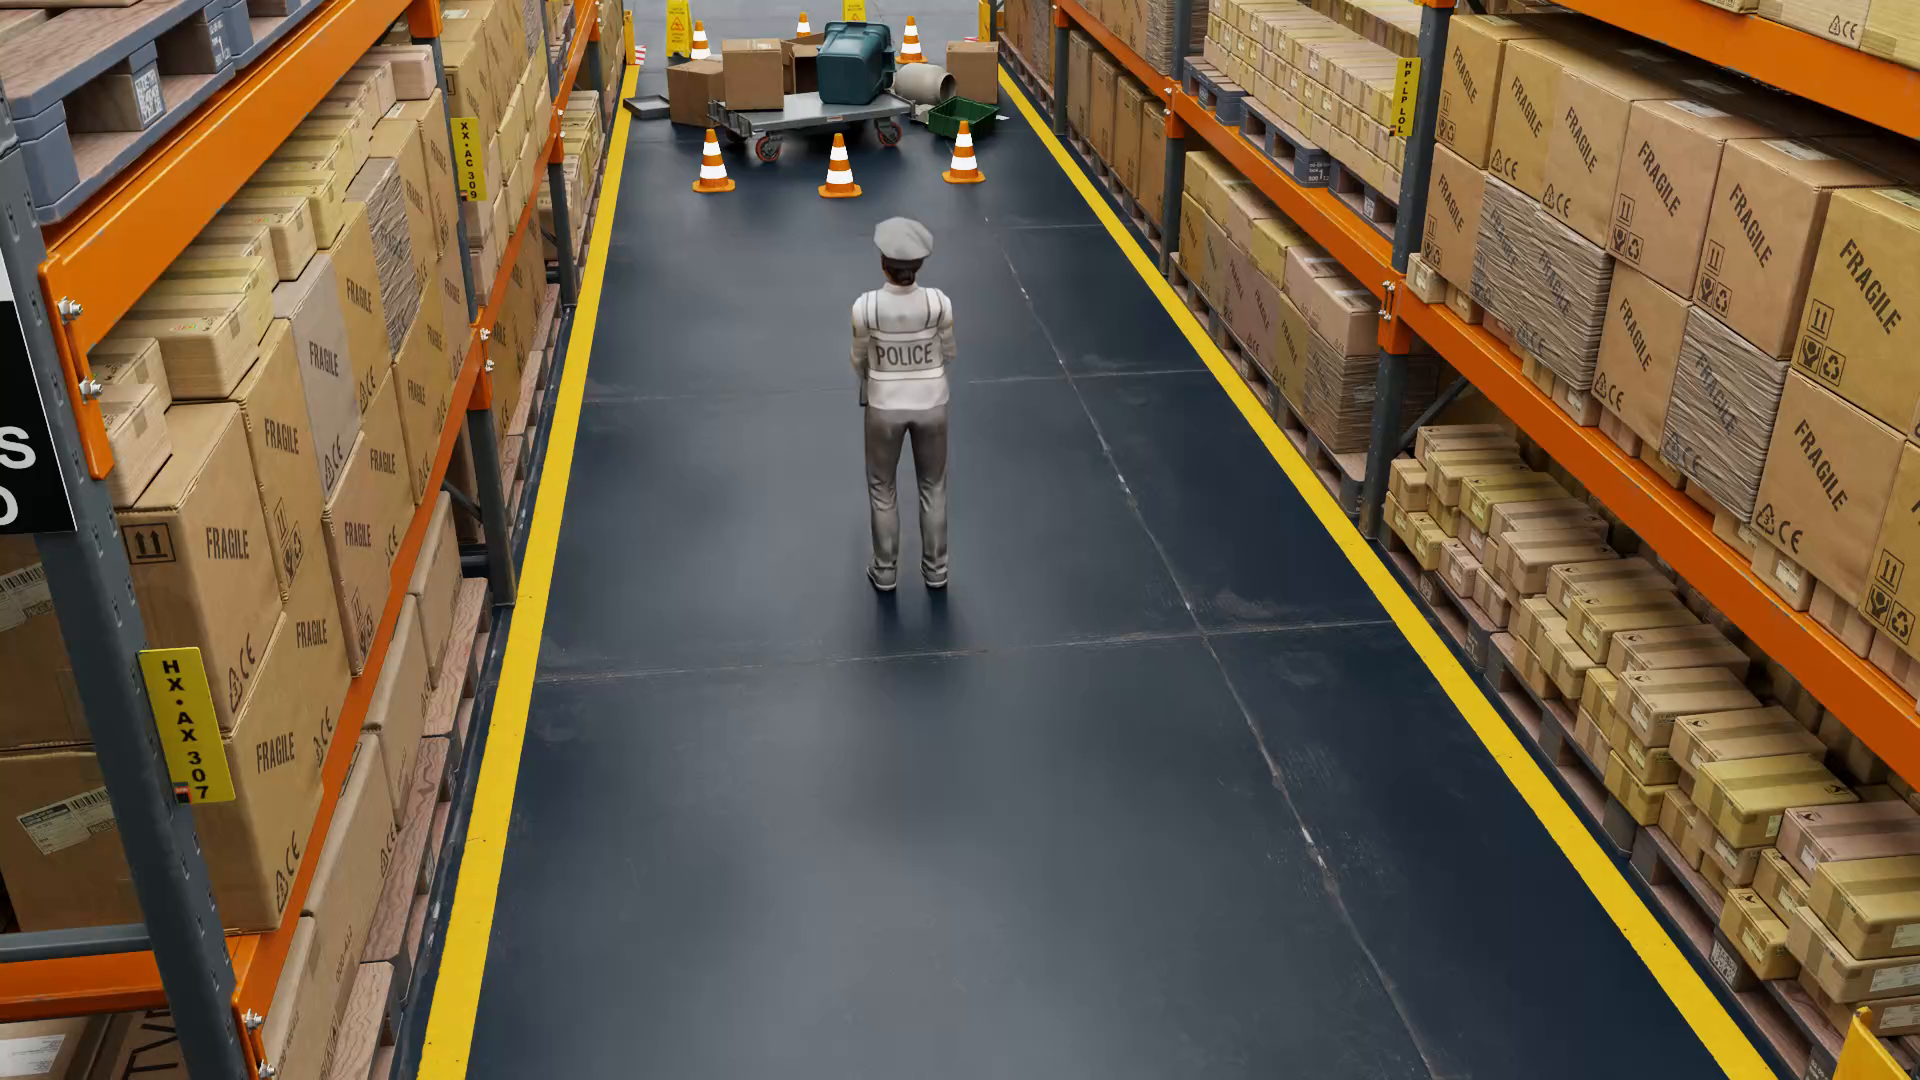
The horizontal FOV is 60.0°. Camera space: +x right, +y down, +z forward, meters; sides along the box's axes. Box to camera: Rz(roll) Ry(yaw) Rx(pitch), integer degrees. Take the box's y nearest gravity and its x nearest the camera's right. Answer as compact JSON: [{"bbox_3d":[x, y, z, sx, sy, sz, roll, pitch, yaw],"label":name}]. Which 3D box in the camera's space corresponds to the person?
[{"bbox_3d":[-0.245,-0.600,7.256,0.457,1.690,0.539,-4,28,-7],"label":"person"}]
